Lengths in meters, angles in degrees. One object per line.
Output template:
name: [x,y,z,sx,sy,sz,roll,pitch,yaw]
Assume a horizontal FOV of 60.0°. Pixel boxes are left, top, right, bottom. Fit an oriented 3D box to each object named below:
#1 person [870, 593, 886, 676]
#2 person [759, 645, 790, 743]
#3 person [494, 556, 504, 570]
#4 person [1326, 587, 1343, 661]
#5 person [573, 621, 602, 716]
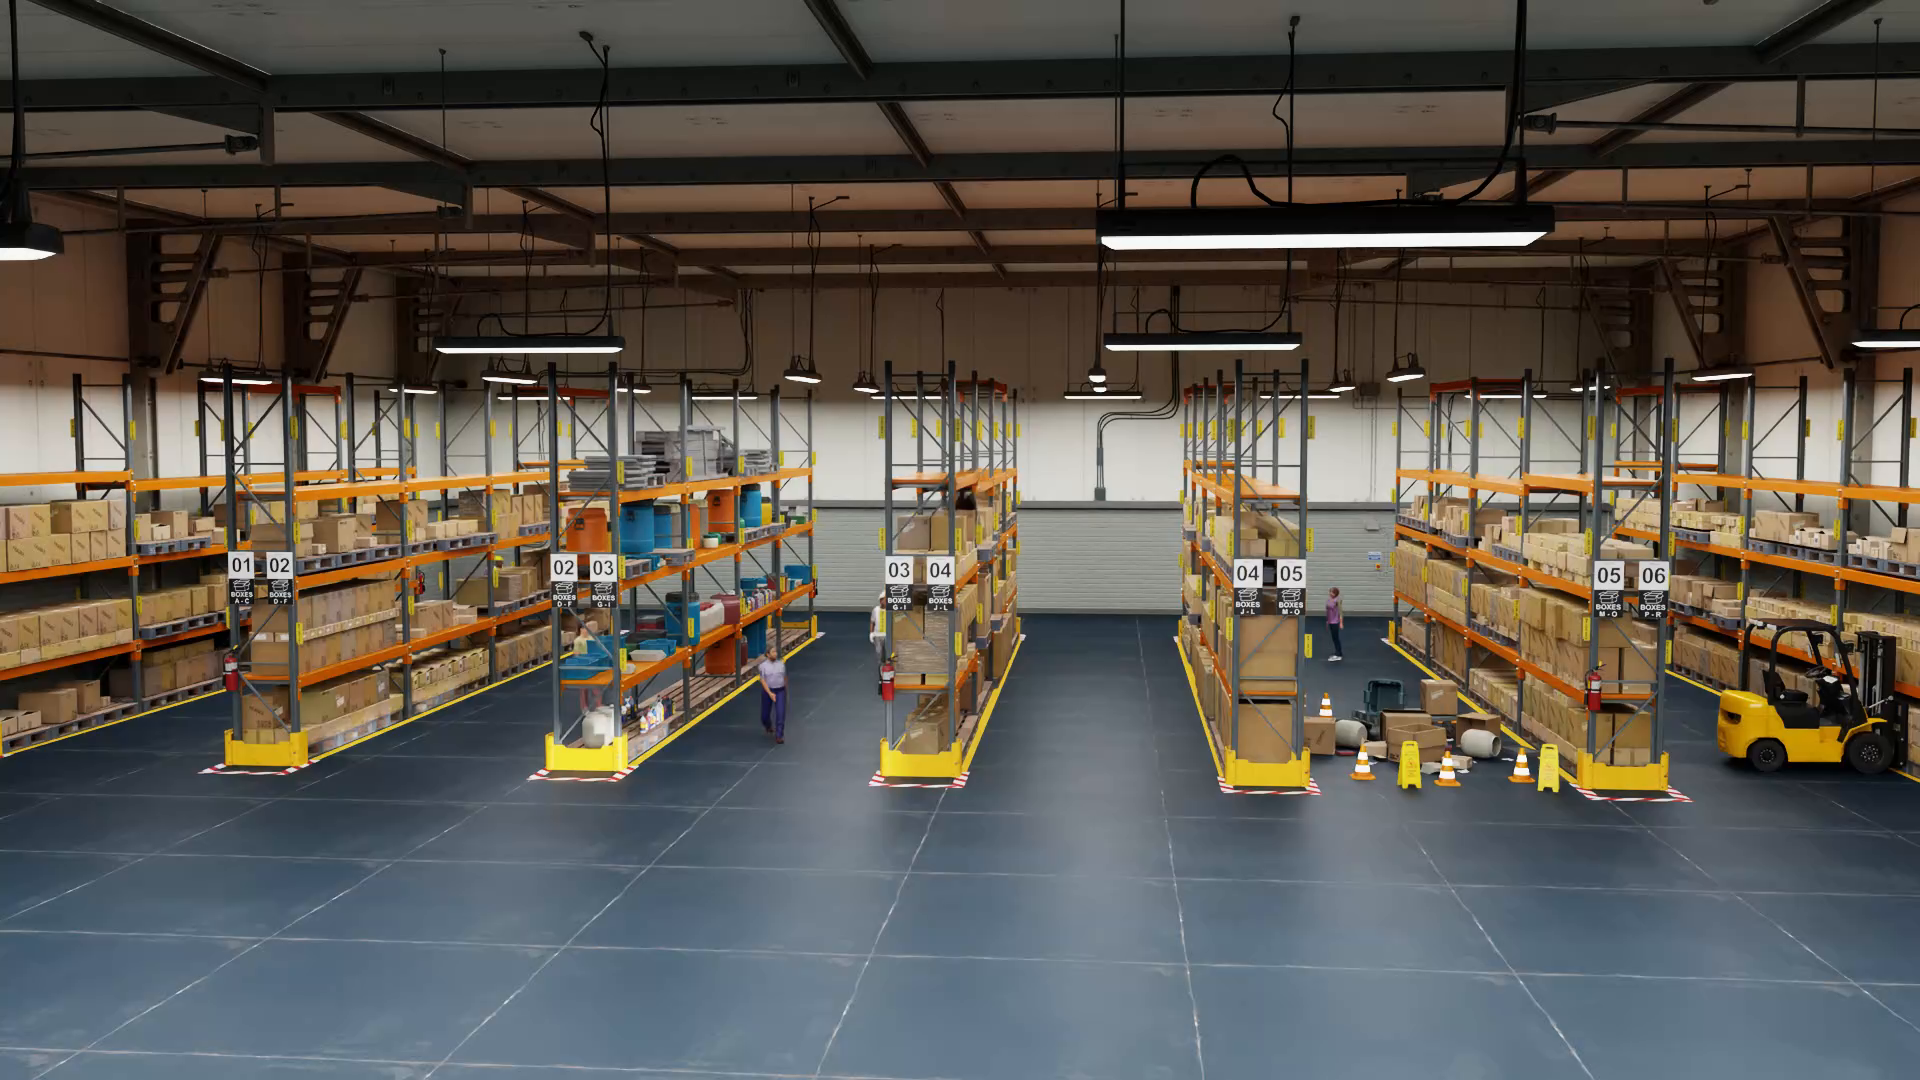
person: [-1.522,1.930,33.243,0.565,1.737,0.972,0,4,2]
person: [-2.991,2.472,26.794,0.500,1.529,0.956,-1,4,-8]
person: [-11.863,1.280,42.941,0.472,1.758,0.590,1,4,13]
person: [8.151,1.819,36.251,0.351,1.602,0.458,0,4,-2]
person: [-6.554,2.250,29.283,0.517,1.669,0.389,-3,5,-37]
